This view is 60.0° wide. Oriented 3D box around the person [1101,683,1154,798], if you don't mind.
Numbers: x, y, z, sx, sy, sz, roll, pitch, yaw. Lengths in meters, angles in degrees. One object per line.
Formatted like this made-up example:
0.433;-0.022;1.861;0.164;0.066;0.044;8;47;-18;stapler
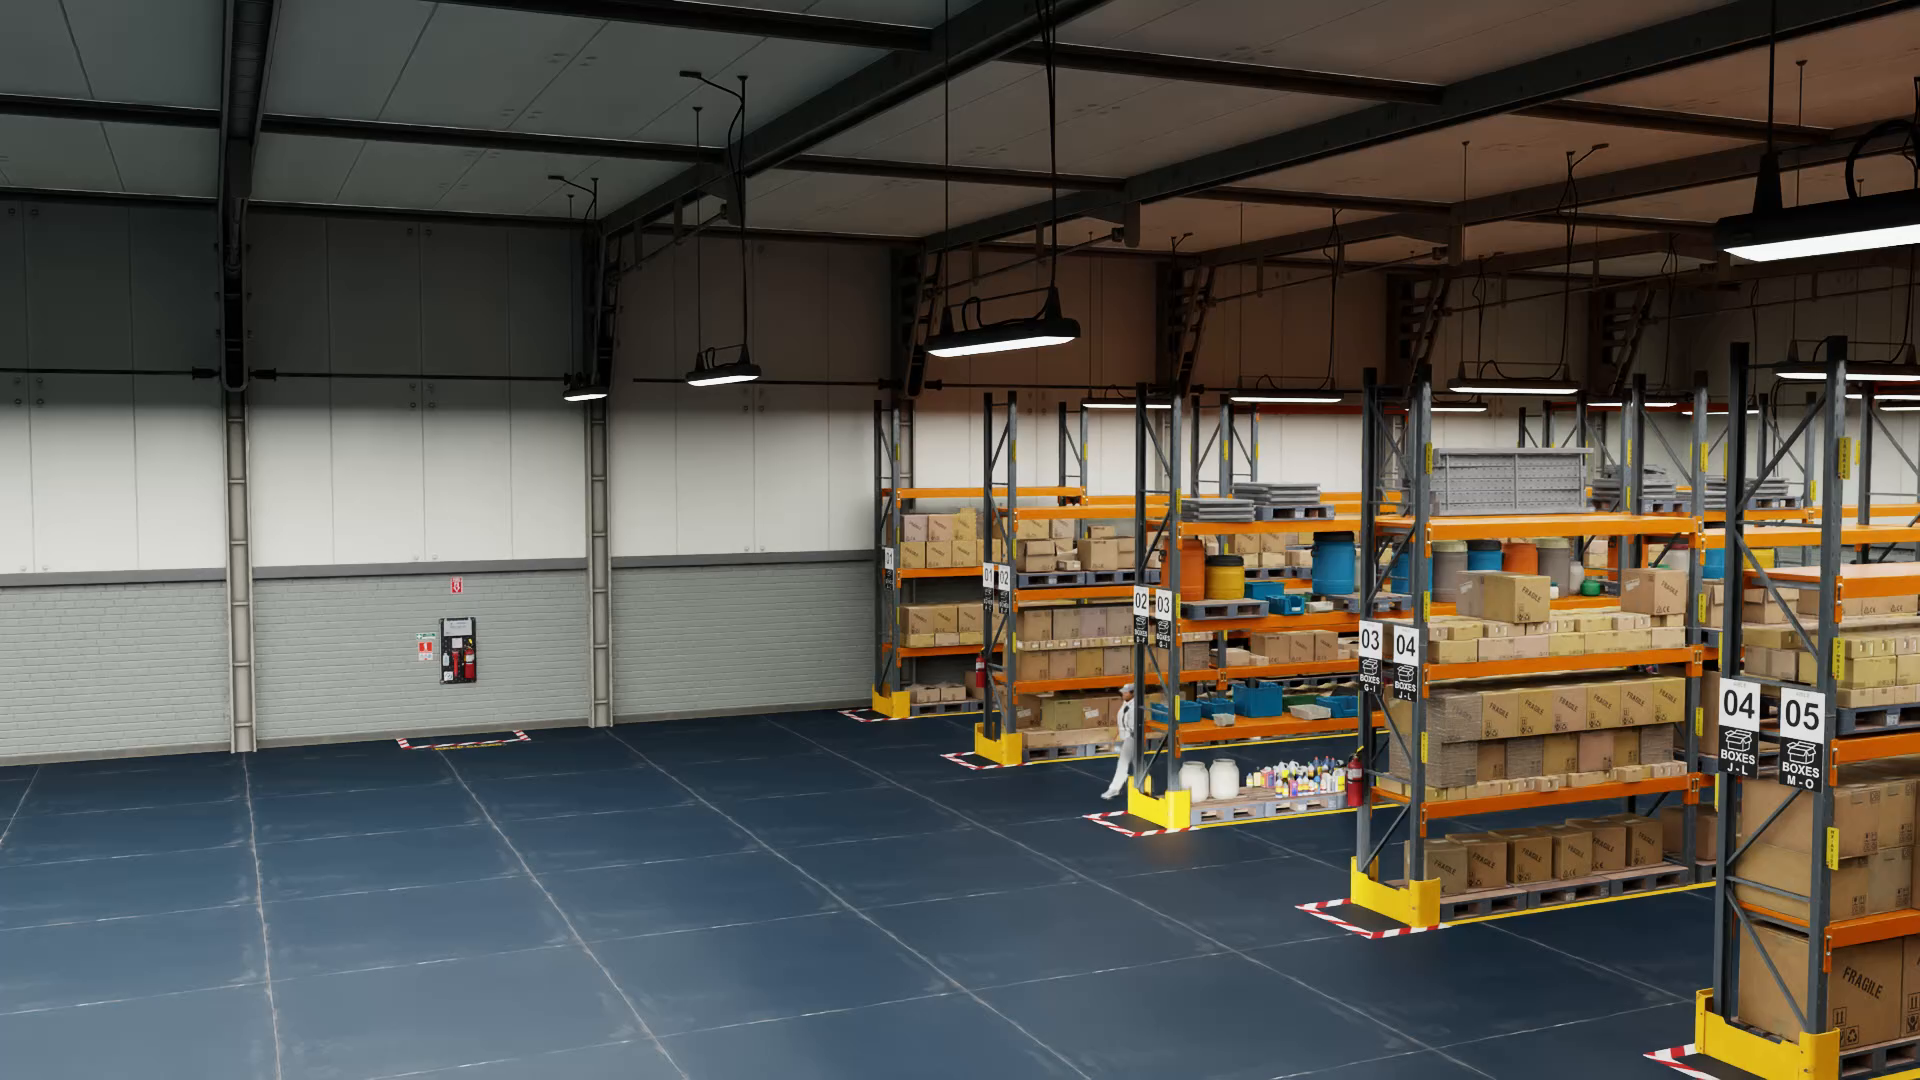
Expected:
2.445;2.911;24.352;0.889;1.622;0.537;-1;3;-10;person
